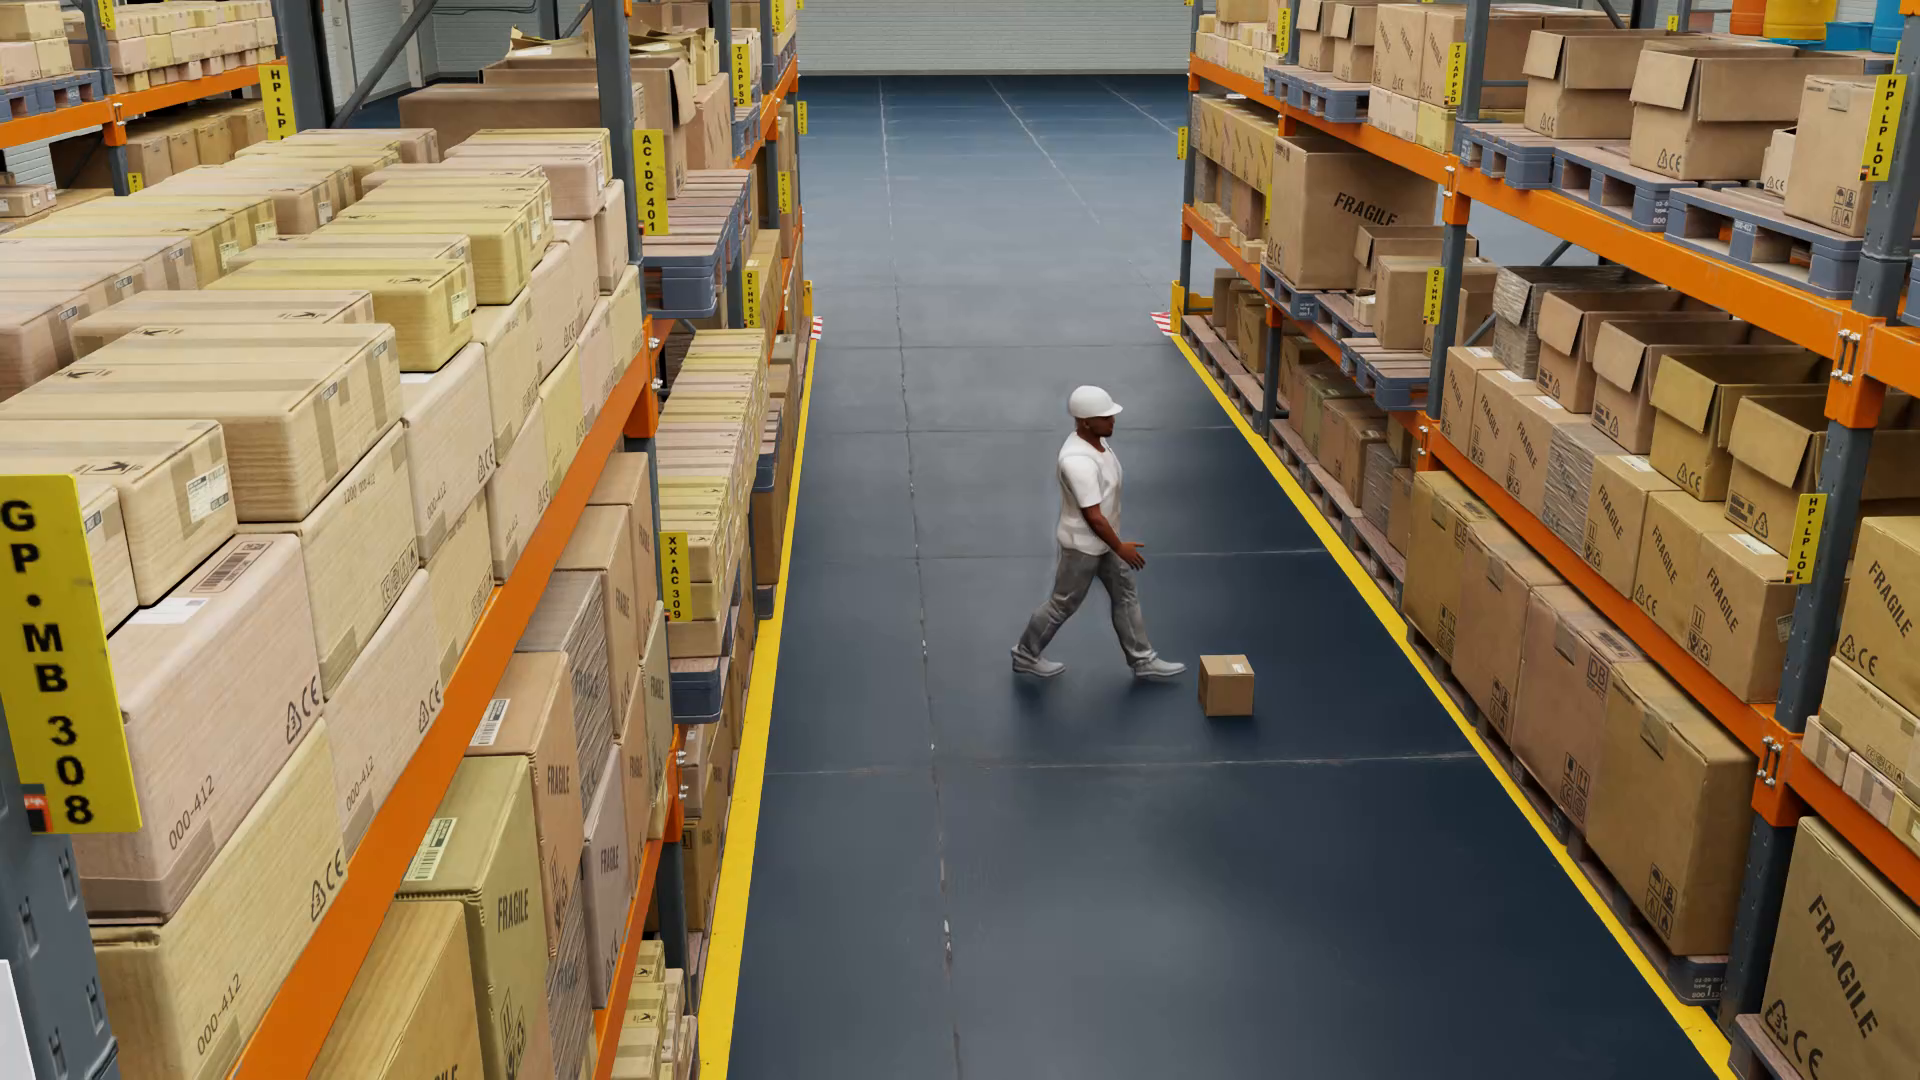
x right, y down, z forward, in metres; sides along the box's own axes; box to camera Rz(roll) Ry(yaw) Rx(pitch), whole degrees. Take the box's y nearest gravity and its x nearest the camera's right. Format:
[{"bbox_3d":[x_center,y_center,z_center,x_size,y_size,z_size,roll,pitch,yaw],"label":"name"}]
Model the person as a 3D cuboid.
[{"bbox_3d":[0.767,-0.008,9.089,0.980,1.725,0.585,6,21,17],"label":"person"}]
